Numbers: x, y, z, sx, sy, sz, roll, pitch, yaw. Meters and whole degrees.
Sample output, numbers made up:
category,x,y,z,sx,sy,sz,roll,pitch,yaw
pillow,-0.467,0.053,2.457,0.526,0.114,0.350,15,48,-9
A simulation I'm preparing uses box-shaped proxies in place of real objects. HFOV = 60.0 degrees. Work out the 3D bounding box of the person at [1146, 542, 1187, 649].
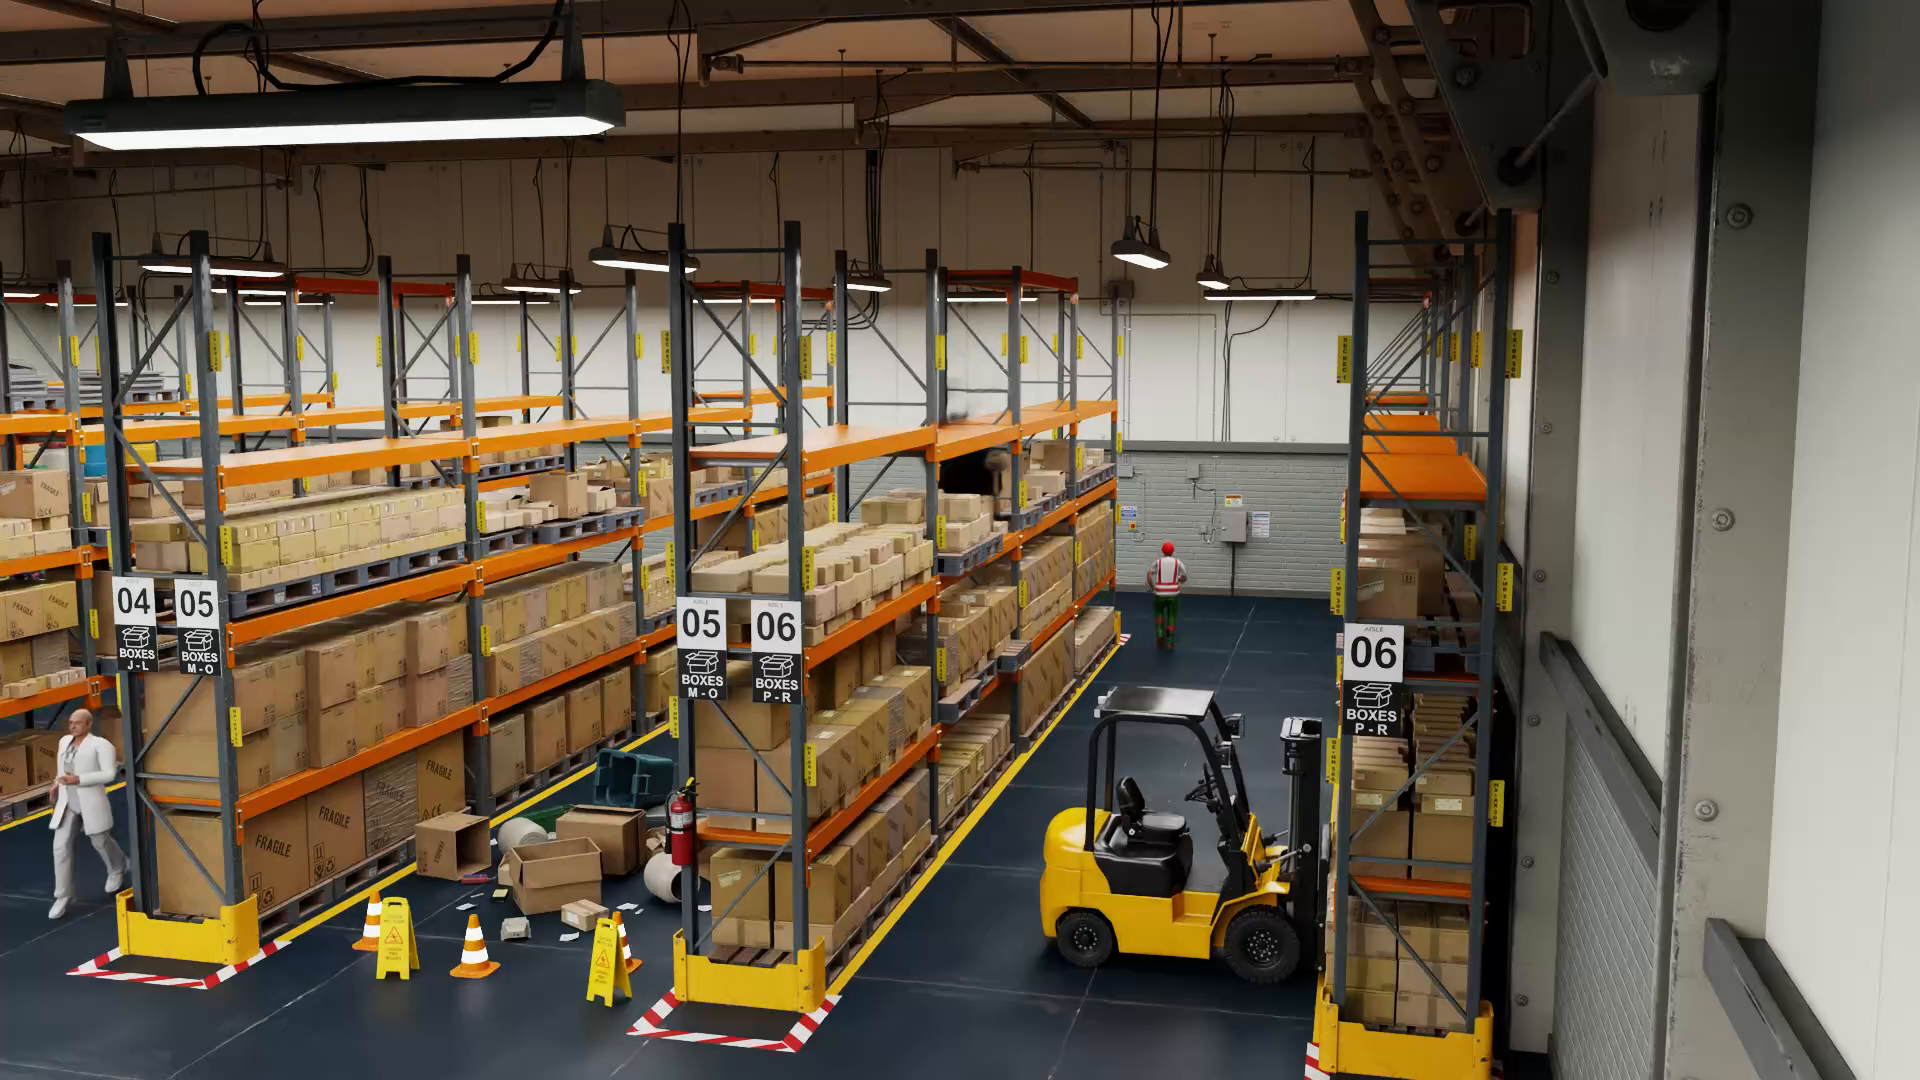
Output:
category,x,y,z,sx,sy,sz,roll,pitch,yaw
person,3.434,0.911,27.671,0.667,1.795,0.614,1,7,7

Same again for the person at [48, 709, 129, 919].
category,x,y,z,sx,sy,sz,roll,pitch,yaw
person,-7.965,2.426,15.089,0.697,1.796,0.903,1,7,4
